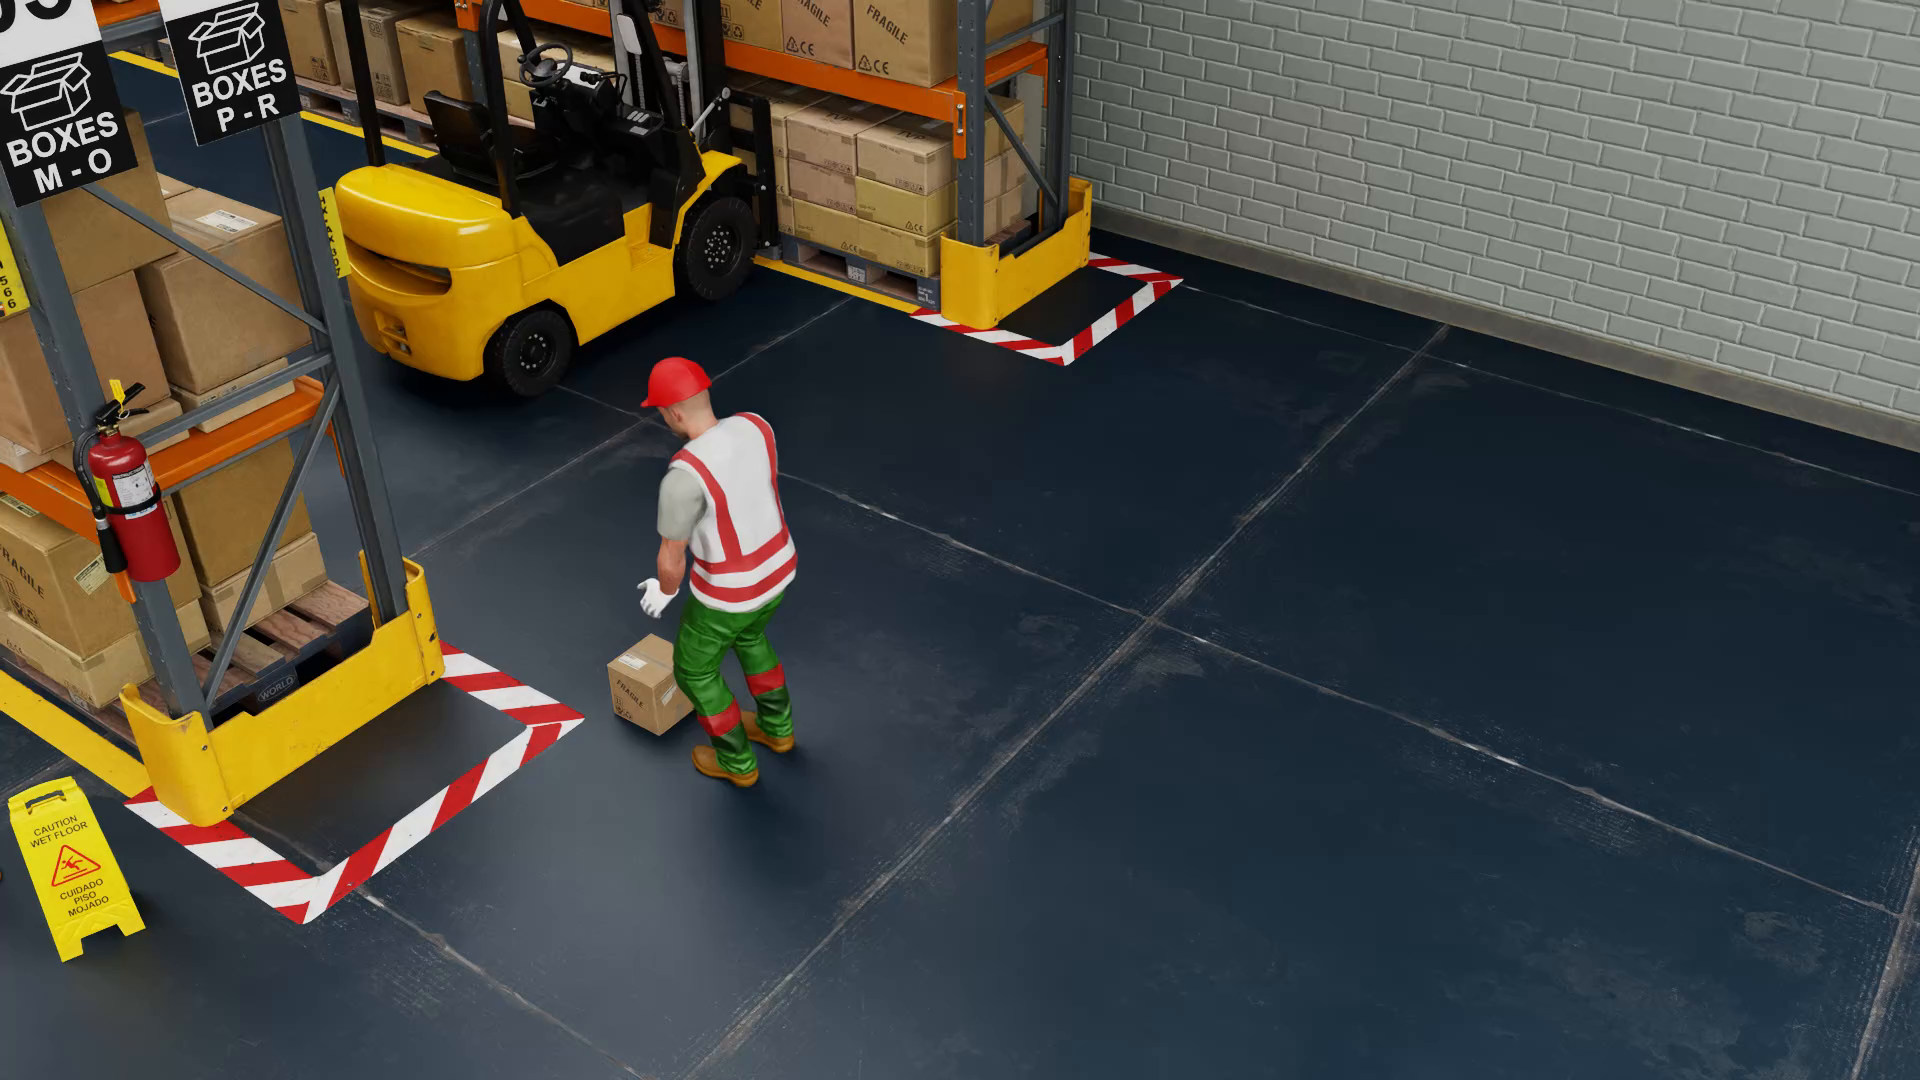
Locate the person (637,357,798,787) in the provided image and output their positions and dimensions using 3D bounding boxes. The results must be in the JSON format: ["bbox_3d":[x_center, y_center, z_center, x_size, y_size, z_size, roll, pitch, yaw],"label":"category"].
[{"bbox_3d":[-0.865,0.137,5.992,0.494,1.713,0.549,22,40,29],"label":"person"}]
